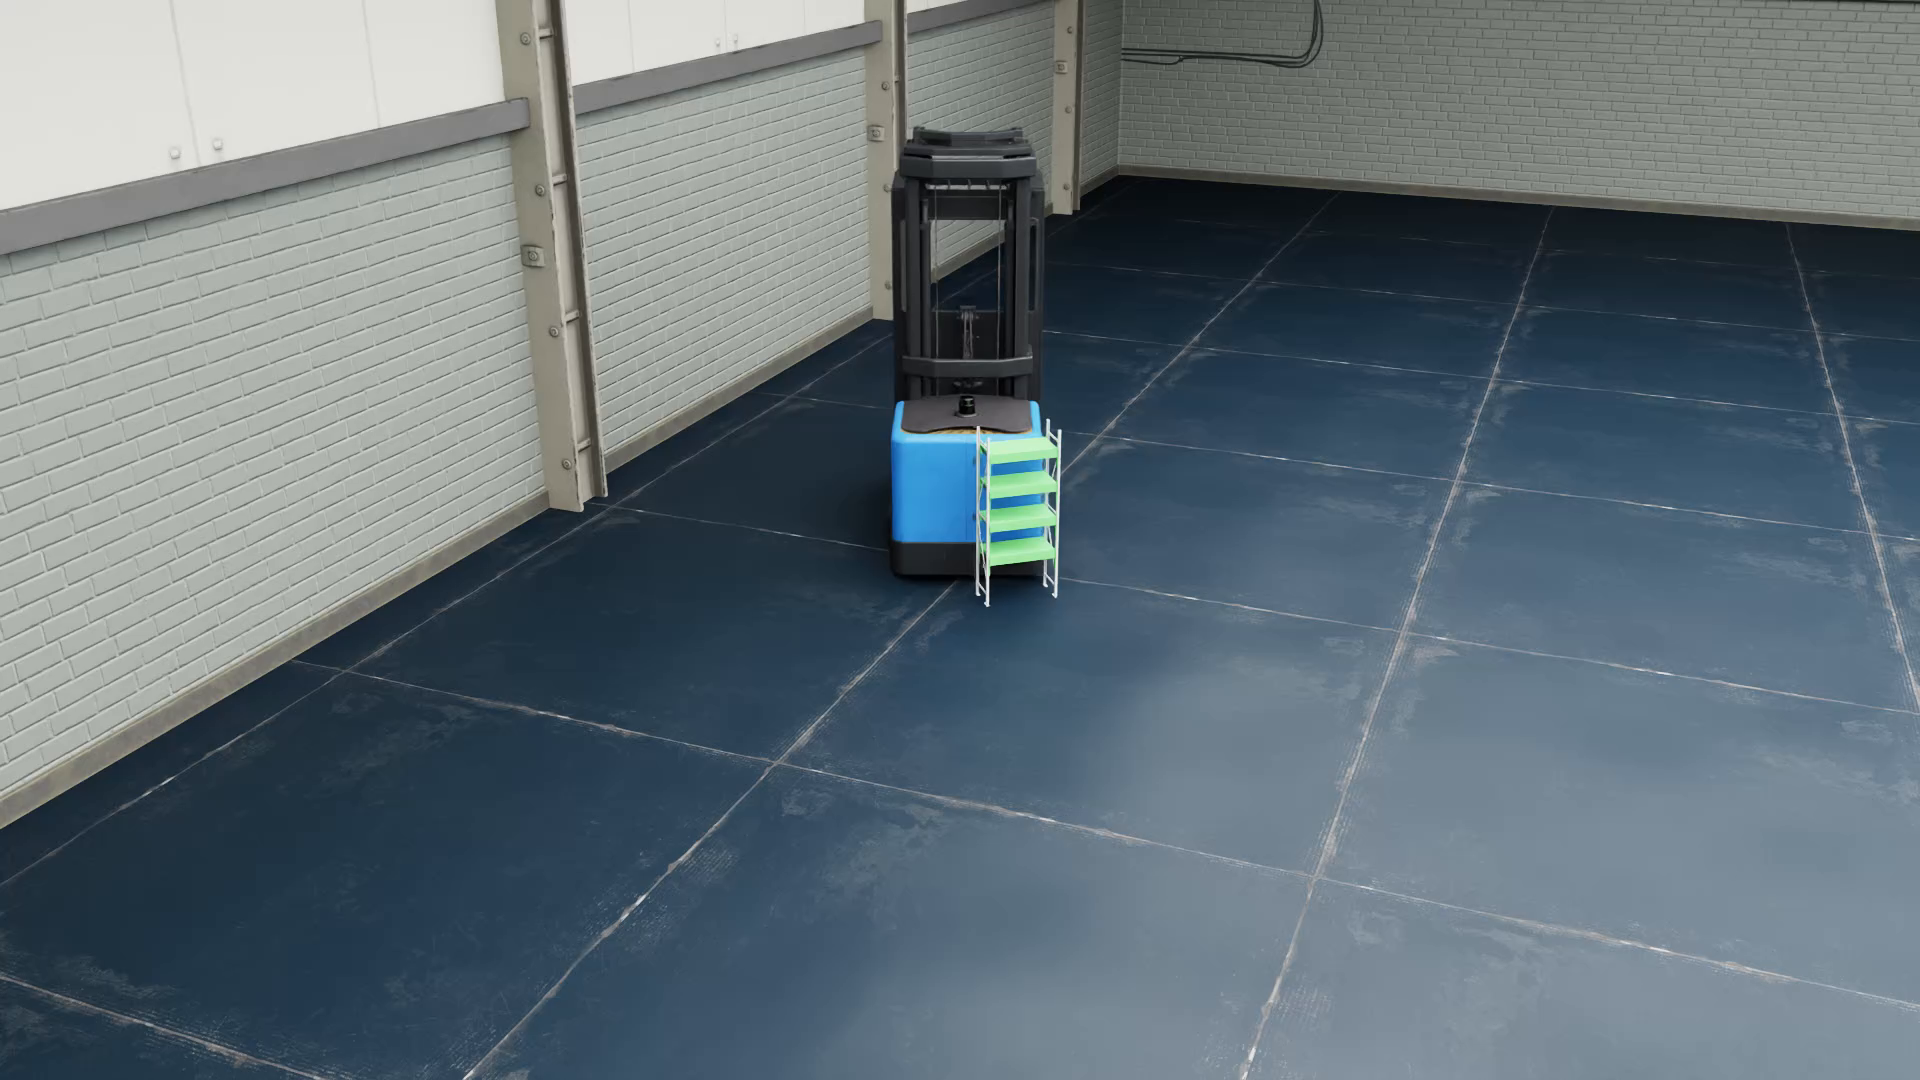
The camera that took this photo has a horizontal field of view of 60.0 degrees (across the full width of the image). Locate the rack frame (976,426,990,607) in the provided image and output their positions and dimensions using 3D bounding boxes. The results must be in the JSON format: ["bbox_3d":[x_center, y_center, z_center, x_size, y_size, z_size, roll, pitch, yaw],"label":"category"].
[{"bbox_3d":[0.151,-0.149,11.050,0.015,1.200,0.240,-7,24,-16],"label":"rack frame"}]

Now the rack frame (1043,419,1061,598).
[{"bbox_3d":[0.618,-0.204,11.182,0.015,1.200,0.240,-7,24,-16],"label":"rack frame"}]

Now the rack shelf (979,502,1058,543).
[{"bbox_3d":[0.384,-0.118,11.141,0.480,0.148,0.258,-7,24,-16],"label":"rack shelf"}]

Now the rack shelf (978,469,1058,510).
[{"bbox_3d":[0.384,-0.339,11.048,0.480,0.148,0.258,-7,24,-16],"label":"rack shelf"}]

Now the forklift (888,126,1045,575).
[{"bbox_3d":[0.060,-1.629,12.346,1.130,2.935,3.031,0,23,1],"label":"forklift"}]

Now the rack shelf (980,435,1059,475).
[{"bbox_3d":[0.384,-0.561,10.956,0.480,0.148,0.258,-7,24,-16],"label":"rack shelf"}]

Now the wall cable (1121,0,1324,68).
[{"bbox_3d":[3.793,-8.184,24.197,3.097,2.526,0.112,9,24,20],"label":"wall cable"}]

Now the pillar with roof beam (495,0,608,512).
[{"bbox_3d":[1.011,-3.842,9.772,9.100,9.000,0.400,9,24,20],"label":"pillar with roof beam"}]

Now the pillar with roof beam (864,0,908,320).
[{"bbox_3d":[3.240,-5.989,14.912,9.100,9.000,0.400,9,24,20],"label":"pillar with roof beam"}]

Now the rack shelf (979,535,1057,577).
[{"bbox_3d":[0.384,0.104,11.233,0.480,0.148,0.258,-7,24,-16],"label":"rack shelf"}]

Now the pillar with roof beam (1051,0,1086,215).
[{"bbox_3d":[5.468,-8.136,20.052,9.100,9.000,0.400,9,24,20],"label":"pillar with roof beam"}]

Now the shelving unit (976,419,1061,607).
[{"bbox_3d":[0.384,-0.177,11.116,0.503,1.200,0.258,-7,24,-16],"label":"shelving unit"}]
